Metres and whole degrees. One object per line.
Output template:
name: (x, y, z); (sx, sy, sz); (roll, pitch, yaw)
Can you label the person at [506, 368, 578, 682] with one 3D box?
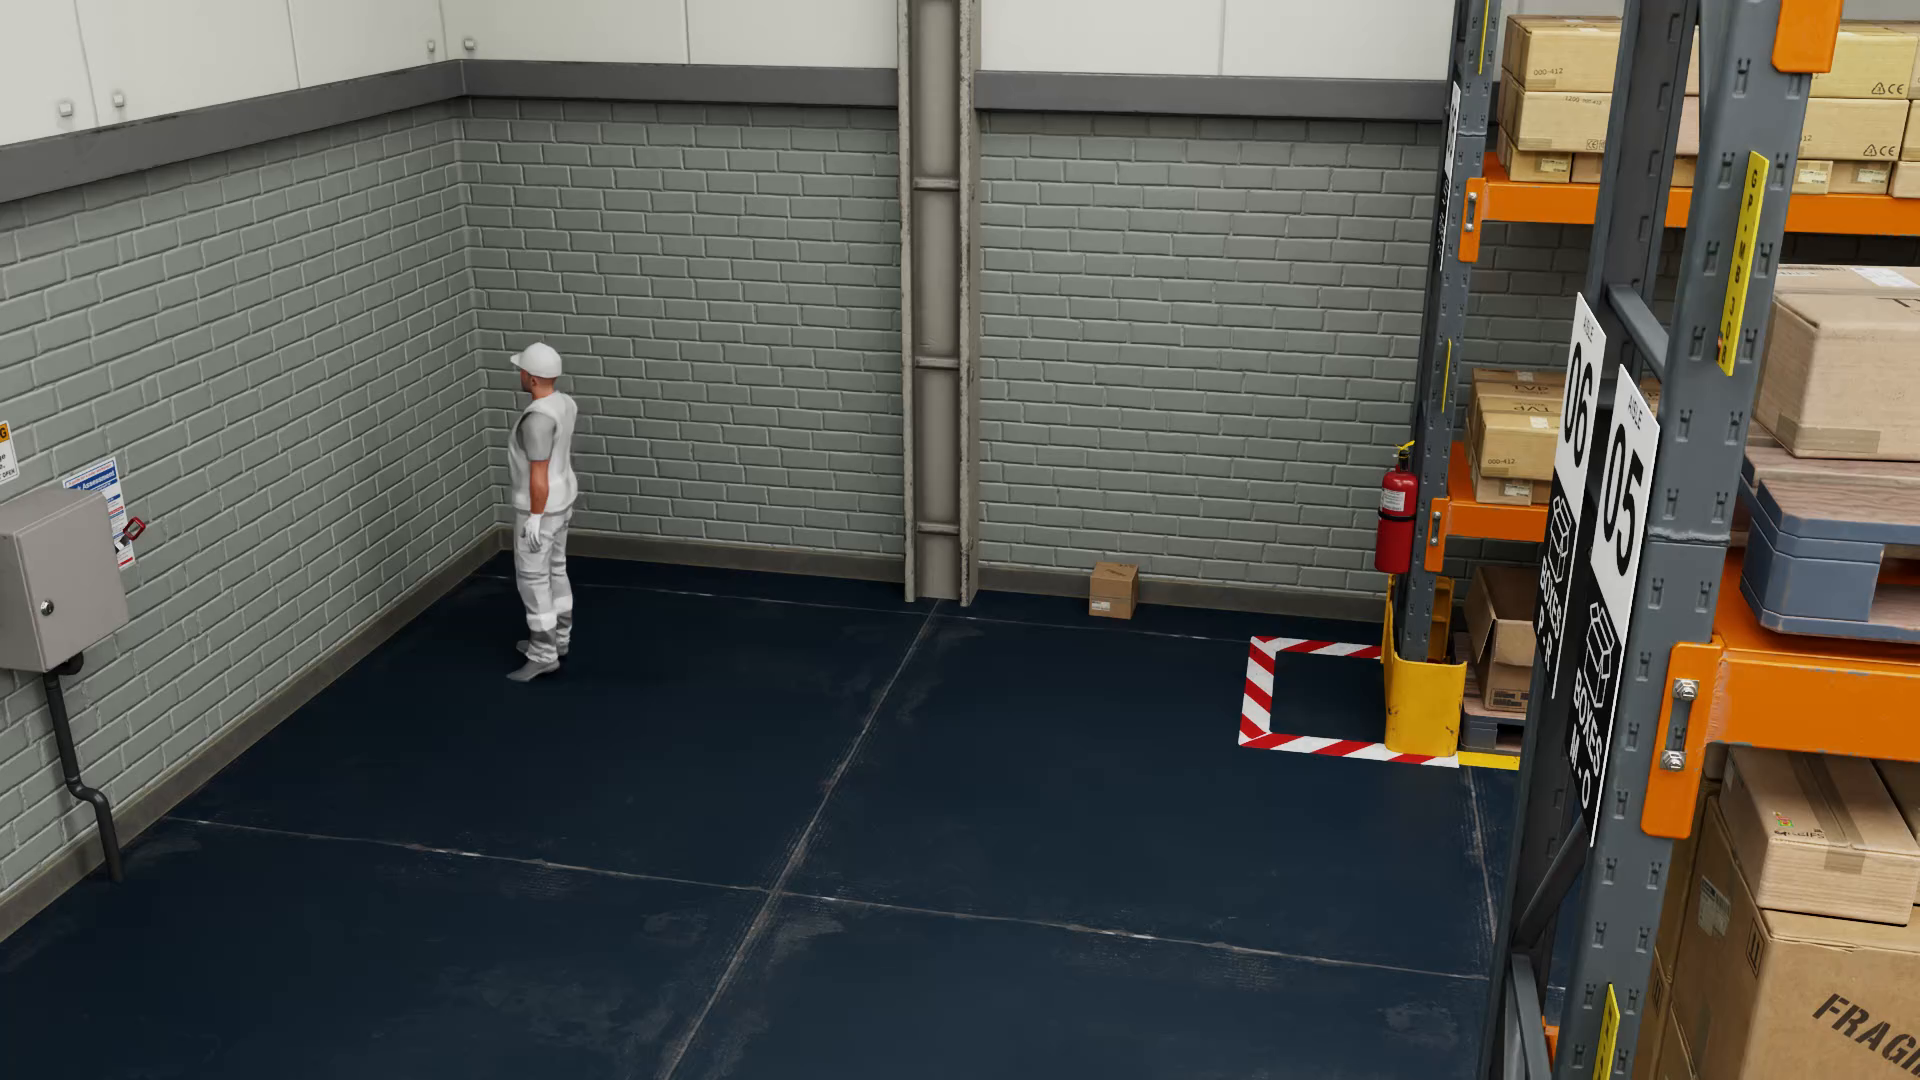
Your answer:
person: (-2.275, -0.132, 8.937); (0.446, 1.796, 0.591); (2, 21, 5)
